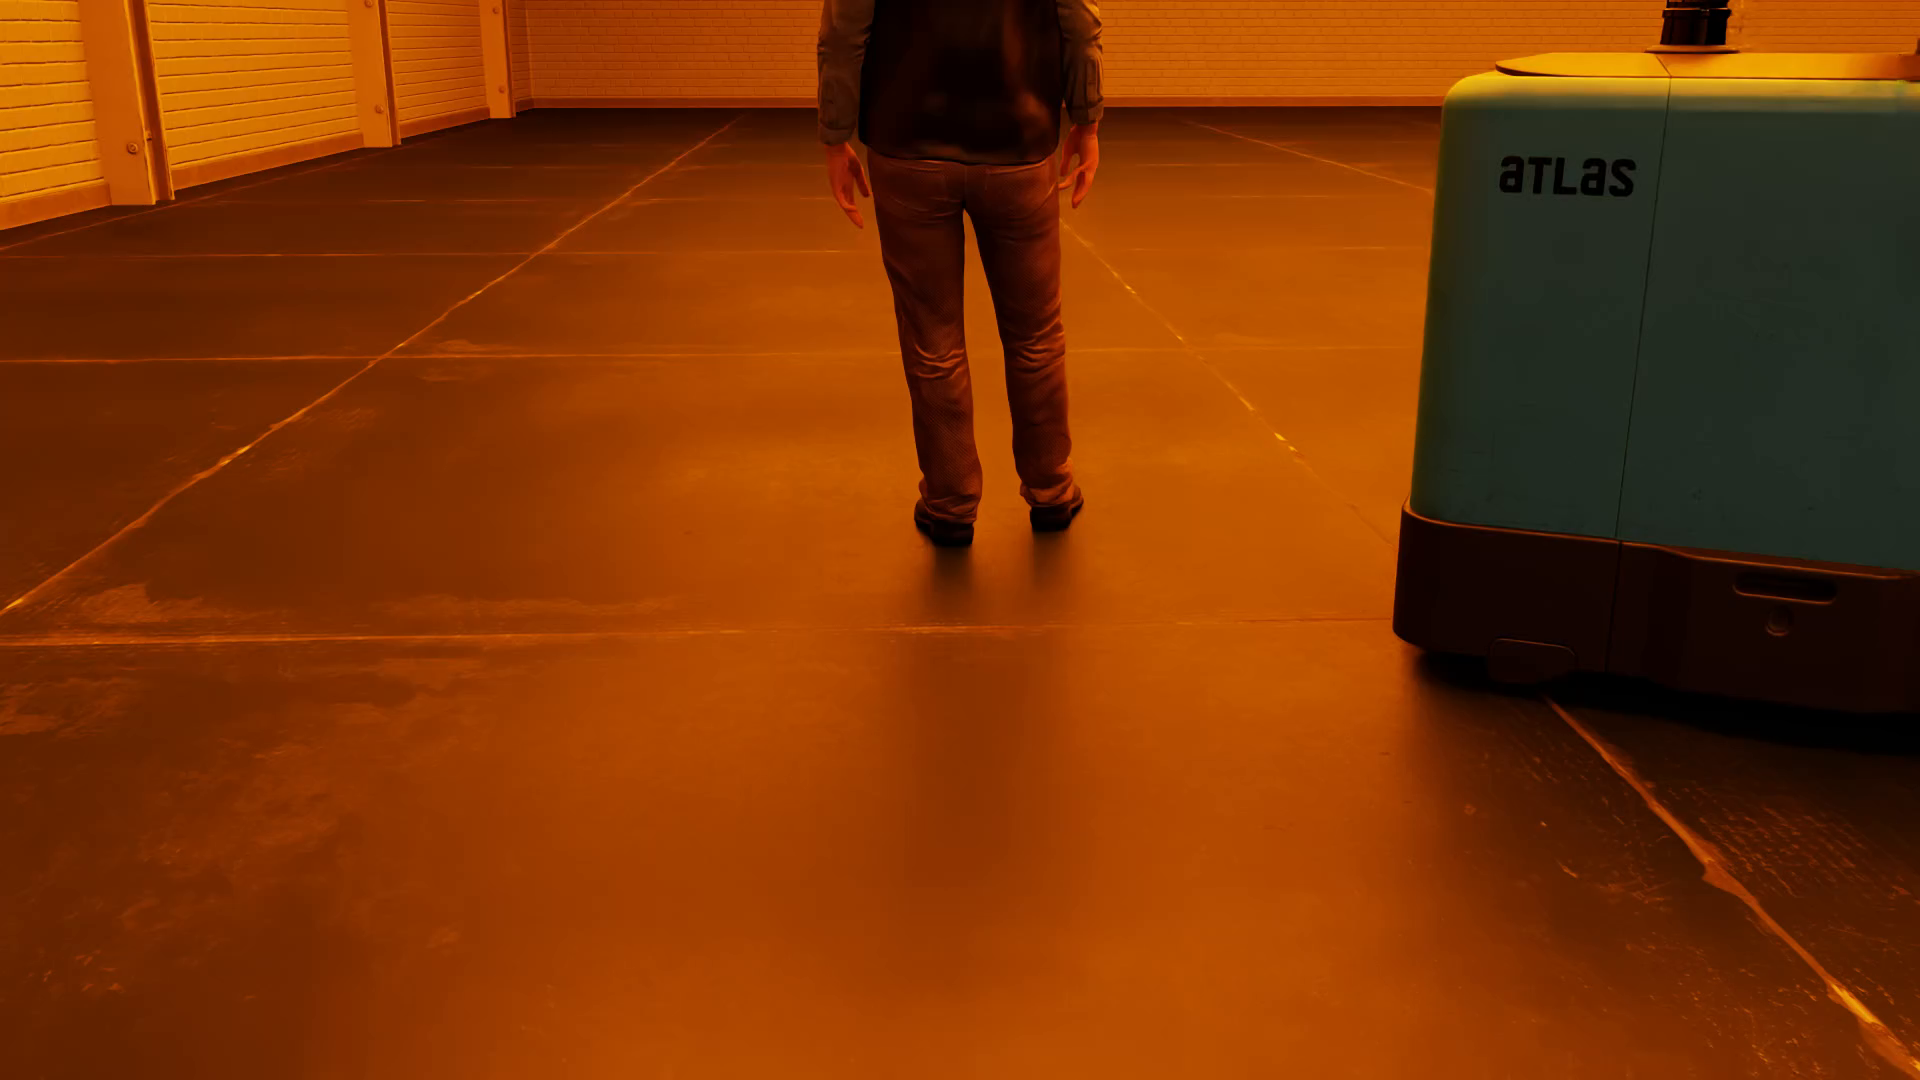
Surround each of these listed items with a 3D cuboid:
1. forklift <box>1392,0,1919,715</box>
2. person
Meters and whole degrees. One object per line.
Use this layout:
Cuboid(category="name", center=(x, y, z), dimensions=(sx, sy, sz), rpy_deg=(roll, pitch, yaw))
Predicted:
Cuboid(category="forklift", center=(2.377, -1.114, 2.548), dimensions=(3.031, 2.935, 1.130), rpy_deg=(7, 18, 21))
Cuboid(category="person", center=(0.004, -0.848, 3.725), dimensions=(0.633, 1.722, 0.566), rpy_deg=(-1, 17, -3))
